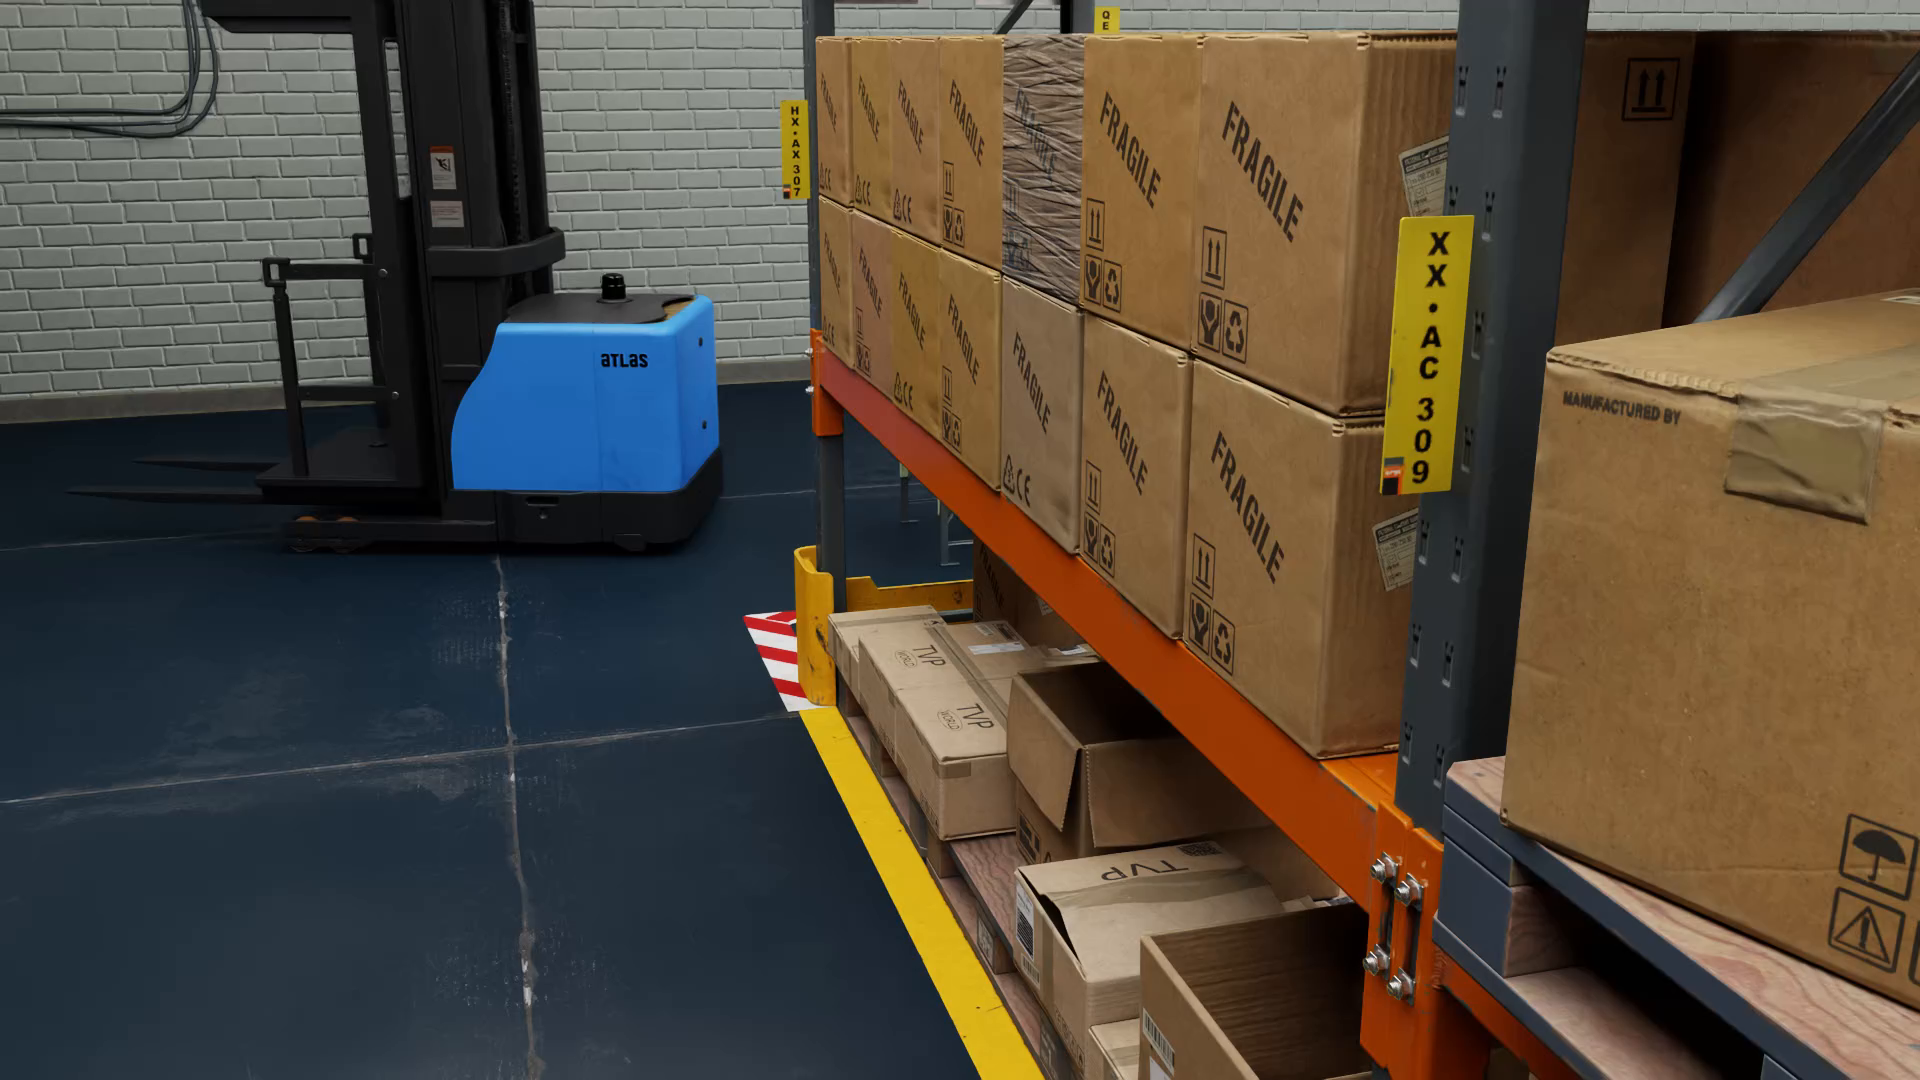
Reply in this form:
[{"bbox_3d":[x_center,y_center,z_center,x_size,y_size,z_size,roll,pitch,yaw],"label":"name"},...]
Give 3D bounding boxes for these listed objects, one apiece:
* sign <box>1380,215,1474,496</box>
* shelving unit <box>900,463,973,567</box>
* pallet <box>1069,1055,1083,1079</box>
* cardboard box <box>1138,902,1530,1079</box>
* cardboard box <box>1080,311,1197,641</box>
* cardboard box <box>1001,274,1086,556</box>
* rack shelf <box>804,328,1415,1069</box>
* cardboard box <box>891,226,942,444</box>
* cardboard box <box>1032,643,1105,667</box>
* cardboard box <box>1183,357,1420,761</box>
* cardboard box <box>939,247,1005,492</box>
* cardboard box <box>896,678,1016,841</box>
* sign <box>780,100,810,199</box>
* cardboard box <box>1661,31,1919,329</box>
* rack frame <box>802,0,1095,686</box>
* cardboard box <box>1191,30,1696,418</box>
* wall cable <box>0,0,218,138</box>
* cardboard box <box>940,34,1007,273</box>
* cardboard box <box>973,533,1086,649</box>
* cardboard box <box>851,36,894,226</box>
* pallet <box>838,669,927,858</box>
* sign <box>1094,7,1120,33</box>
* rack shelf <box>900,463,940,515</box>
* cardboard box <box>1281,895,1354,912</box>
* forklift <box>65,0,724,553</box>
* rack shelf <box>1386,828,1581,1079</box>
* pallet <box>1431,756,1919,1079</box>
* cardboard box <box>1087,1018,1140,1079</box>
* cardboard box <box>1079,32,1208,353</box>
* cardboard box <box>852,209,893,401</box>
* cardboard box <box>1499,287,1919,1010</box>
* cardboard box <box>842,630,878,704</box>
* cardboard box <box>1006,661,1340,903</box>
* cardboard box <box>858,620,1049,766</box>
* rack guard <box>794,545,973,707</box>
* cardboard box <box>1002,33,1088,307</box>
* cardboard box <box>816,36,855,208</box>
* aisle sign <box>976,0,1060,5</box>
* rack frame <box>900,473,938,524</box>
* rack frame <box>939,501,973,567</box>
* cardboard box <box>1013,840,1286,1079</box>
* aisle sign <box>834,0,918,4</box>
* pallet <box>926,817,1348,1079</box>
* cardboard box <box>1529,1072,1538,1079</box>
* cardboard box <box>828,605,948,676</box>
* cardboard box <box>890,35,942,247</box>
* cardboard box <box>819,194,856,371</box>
[{"bbox_3d":[0.547,-0.213,1.941,0.100,0.325,0.005,-5,17,-15],"label":"sign"},{"bbox_3d":[0.002,-0.716,7.730,0.431,1.500,0.755,-5,17,-15],"label":"shelving unit"},{"bbox_3d":[0.879,1.302,3.250,1.003,0.211,1.213,-5,17,-15],"label":"pallet"},{"bbox_3d":[0.638,1.008,2.962,0.500,0.500,0.500,-5,17,-15],"label":"cardboard box"},{"bbox_3d":[0.540,-0.151,3.069,0.500,0.500,0.500,-4,17,-14],"label":"cardboard box"},{"bbox_3d":[0.397,-0.293,3.541,0.500,0.500,0.500,-4,17,-14],"label":"cardboard box"},{"bbox_3d":[0.517,-0.052,4.161,1.077,0.370,4.000,-5,17,-15],"label":"rack shelf"},{"bbox_3d":[0.118,-0.572,4.470,0.500,0.500,0.500,-5,17,-15],"label":"cardboard box"},{"bbox_3d":[0.379,0.447,5.411,0.380,0.166,0.250,-5,17,-15],"label":"cardboard box"},{"bbox_3d":[0.683,-0.009,2.594,0.500,0.500,0.500,-4,17,-14],"label":"cardboard box"},{"bbox_3d":[0.254,-0.434,4.009,0.500,0.500,0.500,-4,17,-15],"label":"cardboard box"},{"bbox_3d":[0.119,0.606,4.735,0.500,0.250,0.500,-5,17,-15],"label":"cardboard box"},{"bbox_3d":[-0.554,-1.321,5.632,0.100,0.325,0.005,-5,17,-15],"label":"sign"},{"bbox_3d":[1.208,-0.522,2.565,0.500,0.500,0.500,-4,17,-14],"label":"cardboard box"},{"bbox_3d":[-0.032,-0.950,5.899,1.000,3.000,0.127,-5,17,-15],"label":"rack frame"},{"bbox_3d":[0.679,-0.489,2.455,0.500,0.500,0.500,-5,17,-15],"label":"cardboard box"},{"bbox_3d":[-6.005,-3.536,9.478,3.097,2.526,0.112,-5,17,-15],"label":"wall cable"},{"bbox_3d":[0.260,-0.909,3.854,0.500,0.500,0.500,-5,17,-16],"label":"cardboard box"},{"bbox_3d":[0.354,0.168,5.760,0.500,0.500,0.500,-5,17,-15],"label":"cardboard box"},{"bbox_3d":[-0.013,-1.189,4.784,0.500,0.500,0.500,-5,17,-15],"label":"cardboard box"},{"bbox_3d":[0.209,0.628,5.496,1.003,0.211,1.213,-5,17,-15],"label":"pallet"},{"bbox_3d":[0.507,-1.694,5.815,0.100,0.325,0.005,-5,17,-15],"label":"sign"},{"bbox_3d":[0.002,-0.404,7.824,0.431,0.370,0.720,-5,17,-15],"label":"rack shelf"},{"bbox_3d":[0.912,0.931,3.797,0.380,0.166,0.250,-5,17,-15],"label":"cardboard box"},{"bbox_3d":[-2.751,-1.493,7.827,3.031,2.935,1.130,1,17,3],"label":"forklift"},{"bbox_3d":[1.617,1.055,0.478,1.077,0.370,4.000,-5,17,-15],"label":"rack shelf"},{"bbox_3d":[1.182,0.478,1.479,1.003,0.211,1.213,-5,17,-15],"label":"pallet"},{"bbox_3d":[0.477,1.077,3.342,0.380,0.149,0.250,-5,17,-15],"label":"cardboard box"},{"bbox_3d":[0.536,-0.631,2.926,0.500,0.500,0.500,-5,17,-16],"label":"cardboard box"},{"bbox_3d":[-0.017,-0.712,4.933,0.500,0.500,0.500,-5,17,-16],"label":"cardboard box"},{"bbox_3d":[0.982,0.057,1.646,0.700,0.500,0.500,-12,20,-34],"label":"cardboard box"},{"bbox_3d":[-0.179,0.409,5.537,0.380,0.166,0.250,-5,17,-15],"label":"cardboard box"},{"bbox_3d":[0.546,0.622,4.240,0.797,0.503,0.637,-5,17,-15],"label":"cardboard box"},{"bbox_3d":[-0.018,0.468,5.196,0.500,0.250,0.500,-5,17,-15],"label":"cardboard box"},{"bbox_3d":[-0.011,0.269,6.189,1.175,0.500,0.348,-5,17,-15],"label":"rack guard"},{"bbox_3d":[0.397,-0.770,3.390,0.500,0.500,0.500,-5,17,-15],"label":"cardboard box"},{"bbox_3d":[-0.164,-1.333,5.263,0.500,0.500,0.500,-4,17,-14],"label":"cardboard box"},{"bbox_3d":[0.243,-2.238,5.669,0.394,0.787,0.004,-5,17,-15],"label":"aisle sign"},{"bbox_3d":[-0.099,-0.818,8.067,0.400,1.500,0.023,-5,17,-15],"label":"rack frame"},{"bbox_3d":[0.102,-0.615,7.393,0.400,1.500,0.023,-5,17,-15],"label":"rack frame"},{"bbox_3d":[0.432,0.891,3.680,0.500,0.311,0.500,-5,17,-15],"label":"cardboard box"},{"bbox_3d":[-0.333,-2.190,5.511,0.394,0.787,0.004,-5,17,-15],"label":"aisle sign"},{"bbox_3d":[0.540,0.964,4.375,1.003,0.211,1.213,-5,17,-15],"label":"pallet"},{"bbox_3d":[1.160,1.101,2.983,0.500,0.311,0.500,-5,17,-15],"label":"cardboard box"},{"bbox_3d":[-0.248,0.348,5.770,0.380,0.149,0.250,-5,17,-15],"label":"cardboard box"},{"bbox_3d":[0.120,-1.050,4.322,0.500,0.500,0.500,-4,17,-14],"label":"cardboard box"},{"bbox_3d":[-0.164,-0.854,5.407,0.500,0.500,0.500,-4,17,-14],"label":"cardboard box"}]
